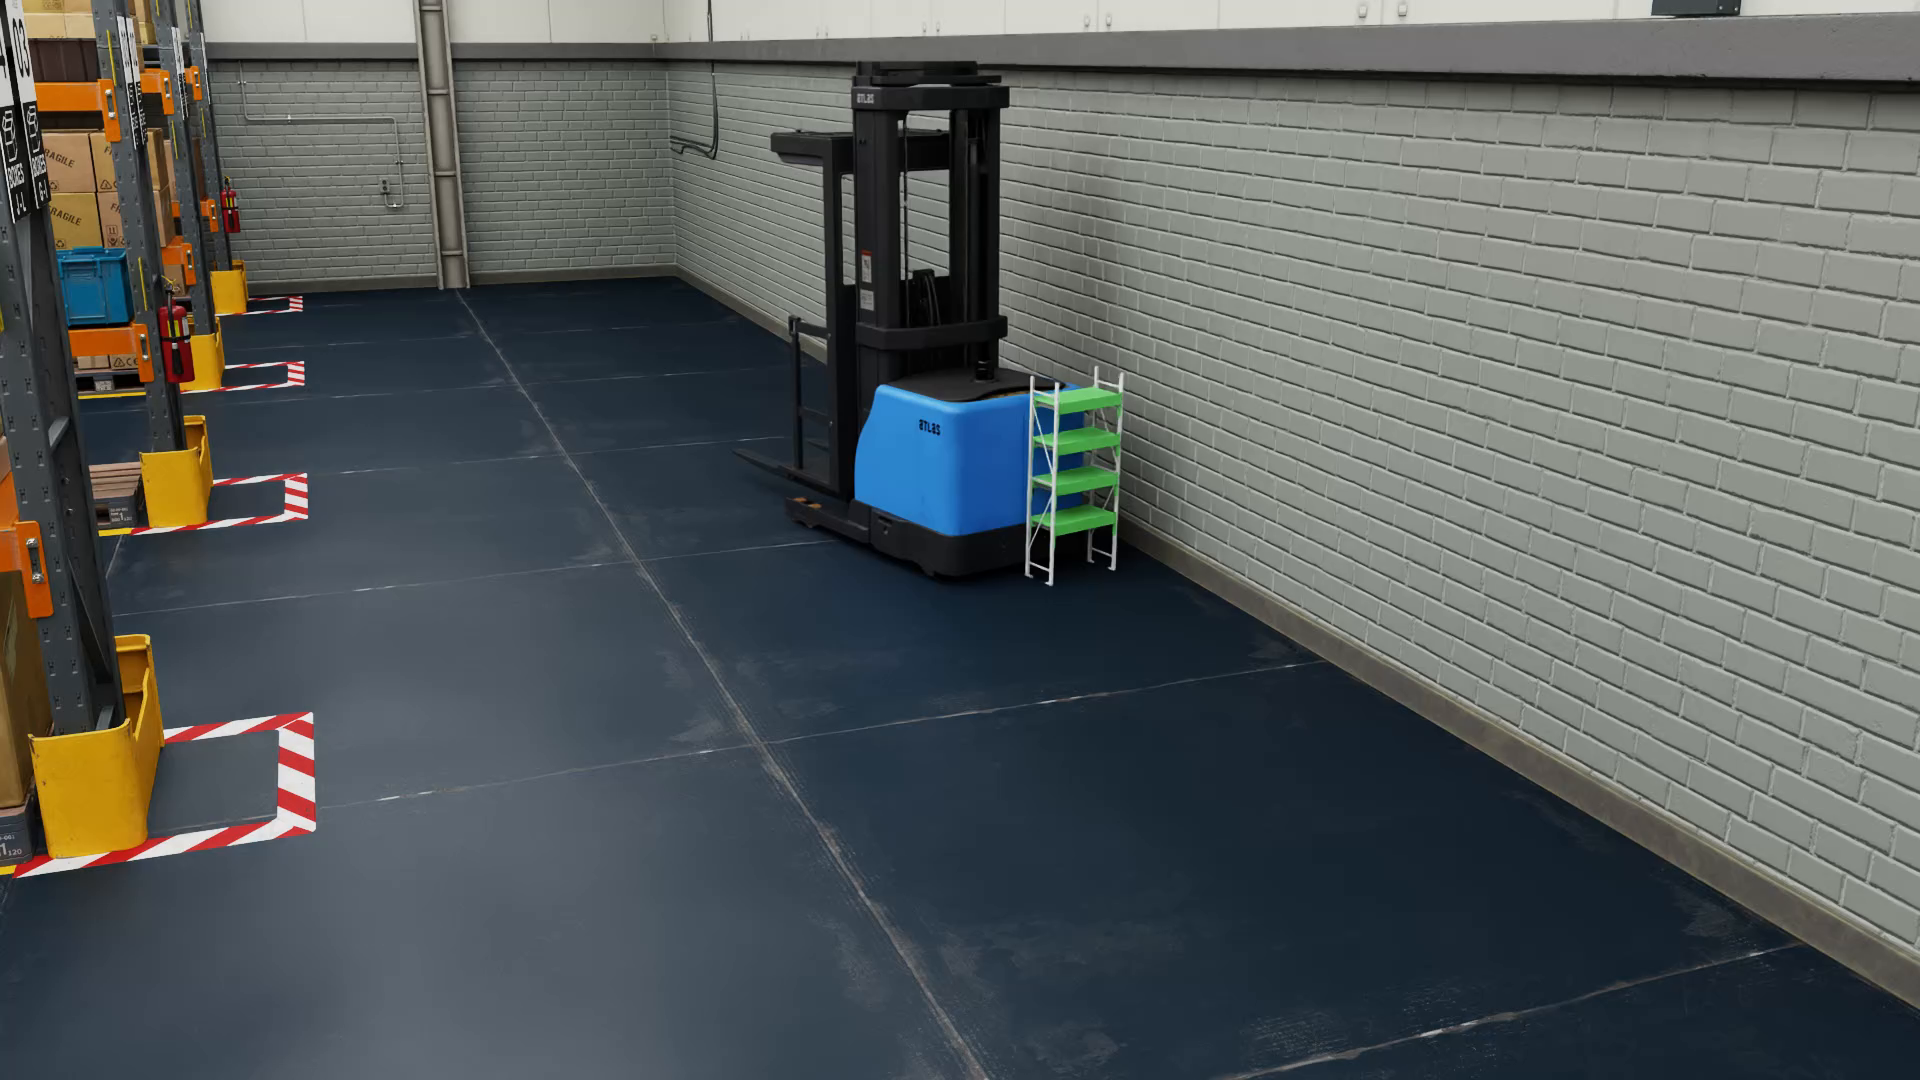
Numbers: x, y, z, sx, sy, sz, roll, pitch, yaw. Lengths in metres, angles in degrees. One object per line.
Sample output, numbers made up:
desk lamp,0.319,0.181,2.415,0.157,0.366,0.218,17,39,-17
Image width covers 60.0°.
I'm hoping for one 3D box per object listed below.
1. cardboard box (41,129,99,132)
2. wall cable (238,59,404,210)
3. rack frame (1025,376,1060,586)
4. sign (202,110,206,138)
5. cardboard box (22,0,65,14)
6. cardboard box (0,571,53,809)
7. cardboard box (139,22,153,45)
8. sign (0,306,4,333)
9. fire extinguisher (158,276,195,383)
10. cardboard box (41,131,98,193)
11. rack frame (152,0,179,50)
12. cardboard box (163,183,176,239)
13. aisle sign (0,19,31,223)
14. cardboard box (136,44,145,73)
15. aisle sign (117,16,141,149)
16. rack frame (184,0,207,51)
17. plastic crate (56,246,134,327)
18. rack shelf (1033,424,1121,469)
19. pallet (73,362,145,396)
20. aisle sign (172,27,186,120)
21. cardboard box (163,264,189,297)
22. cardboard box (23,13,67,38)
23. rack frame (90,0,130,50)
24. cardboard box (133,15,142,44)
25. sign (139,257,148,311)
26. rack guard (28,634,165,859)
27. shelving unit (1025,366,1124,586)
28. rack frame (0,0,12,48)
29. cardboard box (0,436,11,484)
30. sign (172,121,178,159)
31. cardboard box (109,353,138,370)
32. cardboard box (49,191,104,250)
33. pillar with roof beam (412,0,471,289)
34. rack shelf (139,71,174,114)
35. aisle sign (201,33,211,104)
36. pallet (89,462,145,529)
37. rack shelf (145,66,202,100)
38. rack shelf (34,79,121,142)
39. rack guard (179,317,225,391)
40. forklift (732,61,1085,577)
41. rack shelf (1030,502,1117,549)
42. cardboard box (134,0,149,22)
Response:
cardboard box,-8.117,-3.476,15.161,0.500,0.500,0.500,-6,17,-20
wall cable,-8.042,-5.147,20.999,1.851,1.984,0.084,-6,17,-20
rack frame,0.474,-0.337,9.606,0.015,1.200,0.240,-12,22,-35
sign,-8.718,-4.807,19.168,0.005,0.325,0.100,-6,17,-20
cardboard box,-8.094,-4.862,14.554,0.500,0.500,0.700,-6,17,-20
cardboard box,-4.151,0.531,6.490,0.875,0.875,0.875,-6,17,-20
cardboard box,-9.488,-5.755,18.891,0.500,0.250,0.500,-6,17,-18
sign,-3.401,-0.897,5.854,0.005,0.325,0.100,-6,17,-20
fire extinguisher,-5.051,-1.355,10.687,0.183,0.674,0.296,-6,17,-20
cardboard box,-7.912,-3.338,14.690,0.500,0.500,0.500,-6,17,-19
rack frame,-7.123,-5.857,14.573,0.127,3.000,1.000,-6,17,-20
cardboard box,-7.632,-3.051,15.488,0.500,0.500,0.500,-6,17,-19
aisle sign,-3.407,-1.548,5.931,0.004,0.787,0.394,-6,17,-20
cardboard box,-7.694,-4.361,15.068,0.500,0.250,0.500,-6,17,-20
aisle sign,-5.182,-2.853,10.375,0.004,0.787,0.394,-6,17,-20
rack frame,-8.899,-7.160,19.010,0.127,3.000,1.000,-6,17,-20
plastic crate,-5.600,-1.638,10.683,0.499,0.435,0.616,-6,17,-20
rack shelf,0.671,-0.547,9.693,0.480,0.148,0.258,-12,22,-35
pallet,-7.938,-1.552,15.511,1.213,0.211,1.003,-6,17,-20
aisle sign,-6.950,-4.152,14.801,0.004,0.787,0.394,-6,17,-20
cardboard box,-9.517,-3.187,19.819,0.500,0.500,0.700,-6,17,-20
cardboard box,-7.978,-4.417,14.370,0.500,0.250,0.500,-6,17,-20
rack frame,-5.354,-4.554,10.134,0.127,3.000,1.000,-6,17,-20
cardboard box,-7.696,-4.603,15.003,0.500,0.250,0.500,-6,17,-20
sign,-5.142,-1.610,10.469,0.005,0.325,0.100,-6,17,-20
rack guard,-3.559,0.825,6.902,0.348,0.500,1.175,-6,17,-20
shelving unit,0.669,-0.379,9.746,0.503,1.200,0.258,-12,22,-35
rack frame,-3.582,-3.251,5.696,0.127,3.000,1.000,-6,17,-20
cardboard box,-4.031,-0.303,6.751,0.250,0.149,0.380,-6,17,-19
sign,-6.943,-3.538,14.707,0.005,0.325,0.100,-6,17,-20
cardboard box,-7.543,-1.871,15.301,0.500,0.500,0.500,-6,17,-20
cardboard box,-7.927,-2.857,14.825,0.500,0.500,0.500,-6,17,-20
pillar with roof beam,-5.147,-6.527,16.855,0.400,9.000,9.100,-6,17,-20
rack shelf,-8.991,-3.871,14.411,4.000,0.370,1.077,-6,17,-20
aisle sign,-8.725,-5.457,19.245,0.004,0.787,0.394,-6,17,-20
pallet,-6.138,-0.264,11.124,1.213,0.211,1.003,-6,17,-20
rack shelf,-10.767,-5.174,18.848,4.000,0.370,1.077,-6,17,-20
rack shelf,-7.222,-2.568,9.971,4.000,0.370,1.077,-6,17,-20
rack guard,-7.194,-1.772,15.745,0.348,0.500,1.175,-6,17,-20
forklift,-0.501,-1.550,10.673,1.130,2.935,3.031,-11,20,-34
rack shelf,0.664,-0.089,9.838,0.480,0.148,0.258,-12,22,-35
cardboard box,-9.485,-6.113,18.779,0.500,0.500,0.500,-6,17,-20
